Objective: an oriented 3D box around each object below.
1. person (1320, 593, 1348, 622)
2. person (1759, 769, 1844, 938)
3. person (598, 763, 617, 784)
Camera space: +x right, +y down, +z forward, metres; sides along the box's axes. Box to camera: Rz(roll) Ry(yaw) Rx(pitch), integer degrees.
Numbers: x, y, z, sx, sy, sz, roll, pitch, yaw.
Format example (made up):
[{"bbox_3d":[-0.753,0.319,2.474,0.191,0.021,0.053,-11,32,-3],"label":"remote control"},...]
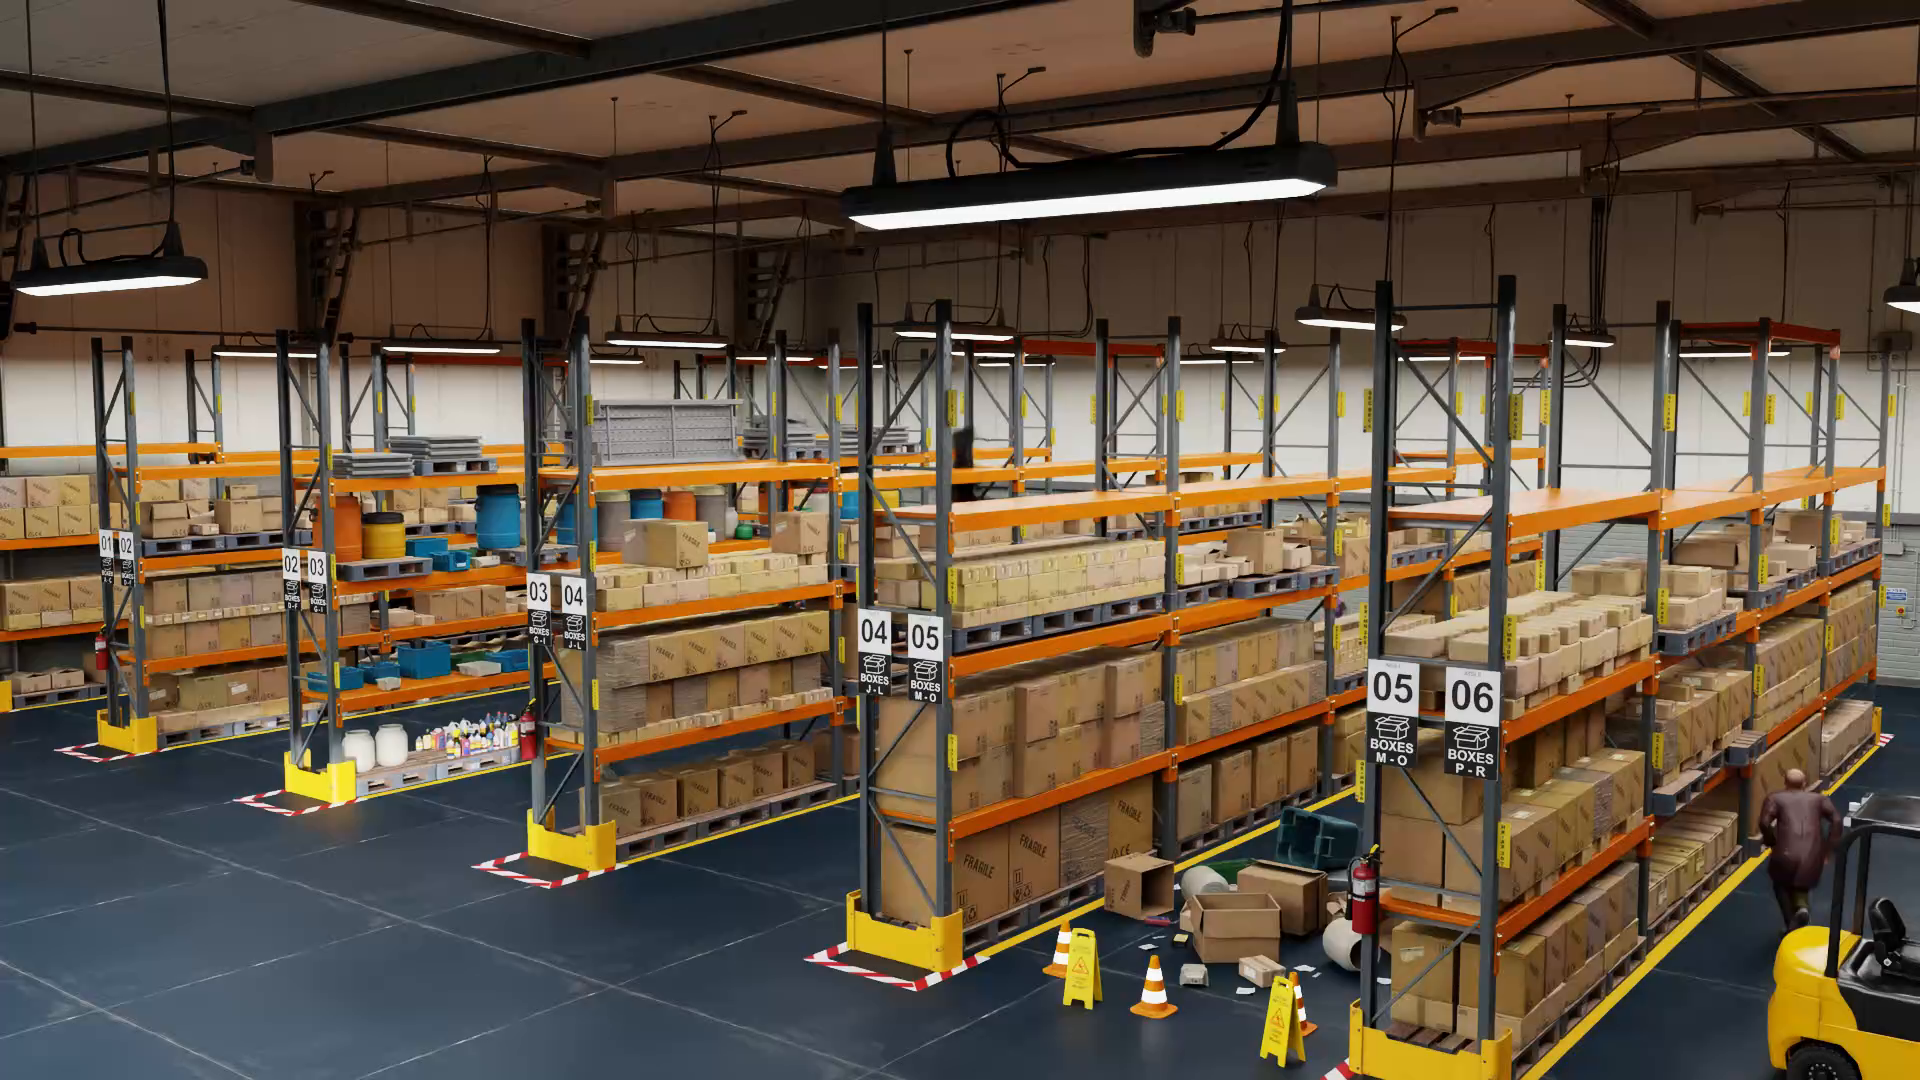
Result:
[{"bbox_3d":[7.337,1.628,32.580,0.542,1.442,0.967,2,5,17],"label":"person"},{"bbox_3d":[7.946,3.022,15.700,0.729,1.584,0.968,2,5,19],"label":"person"},{"bbox_3d":[-4.479,2.522,20.679,0.716,1.686,0.965,3,6,27],"label":"person"}]
